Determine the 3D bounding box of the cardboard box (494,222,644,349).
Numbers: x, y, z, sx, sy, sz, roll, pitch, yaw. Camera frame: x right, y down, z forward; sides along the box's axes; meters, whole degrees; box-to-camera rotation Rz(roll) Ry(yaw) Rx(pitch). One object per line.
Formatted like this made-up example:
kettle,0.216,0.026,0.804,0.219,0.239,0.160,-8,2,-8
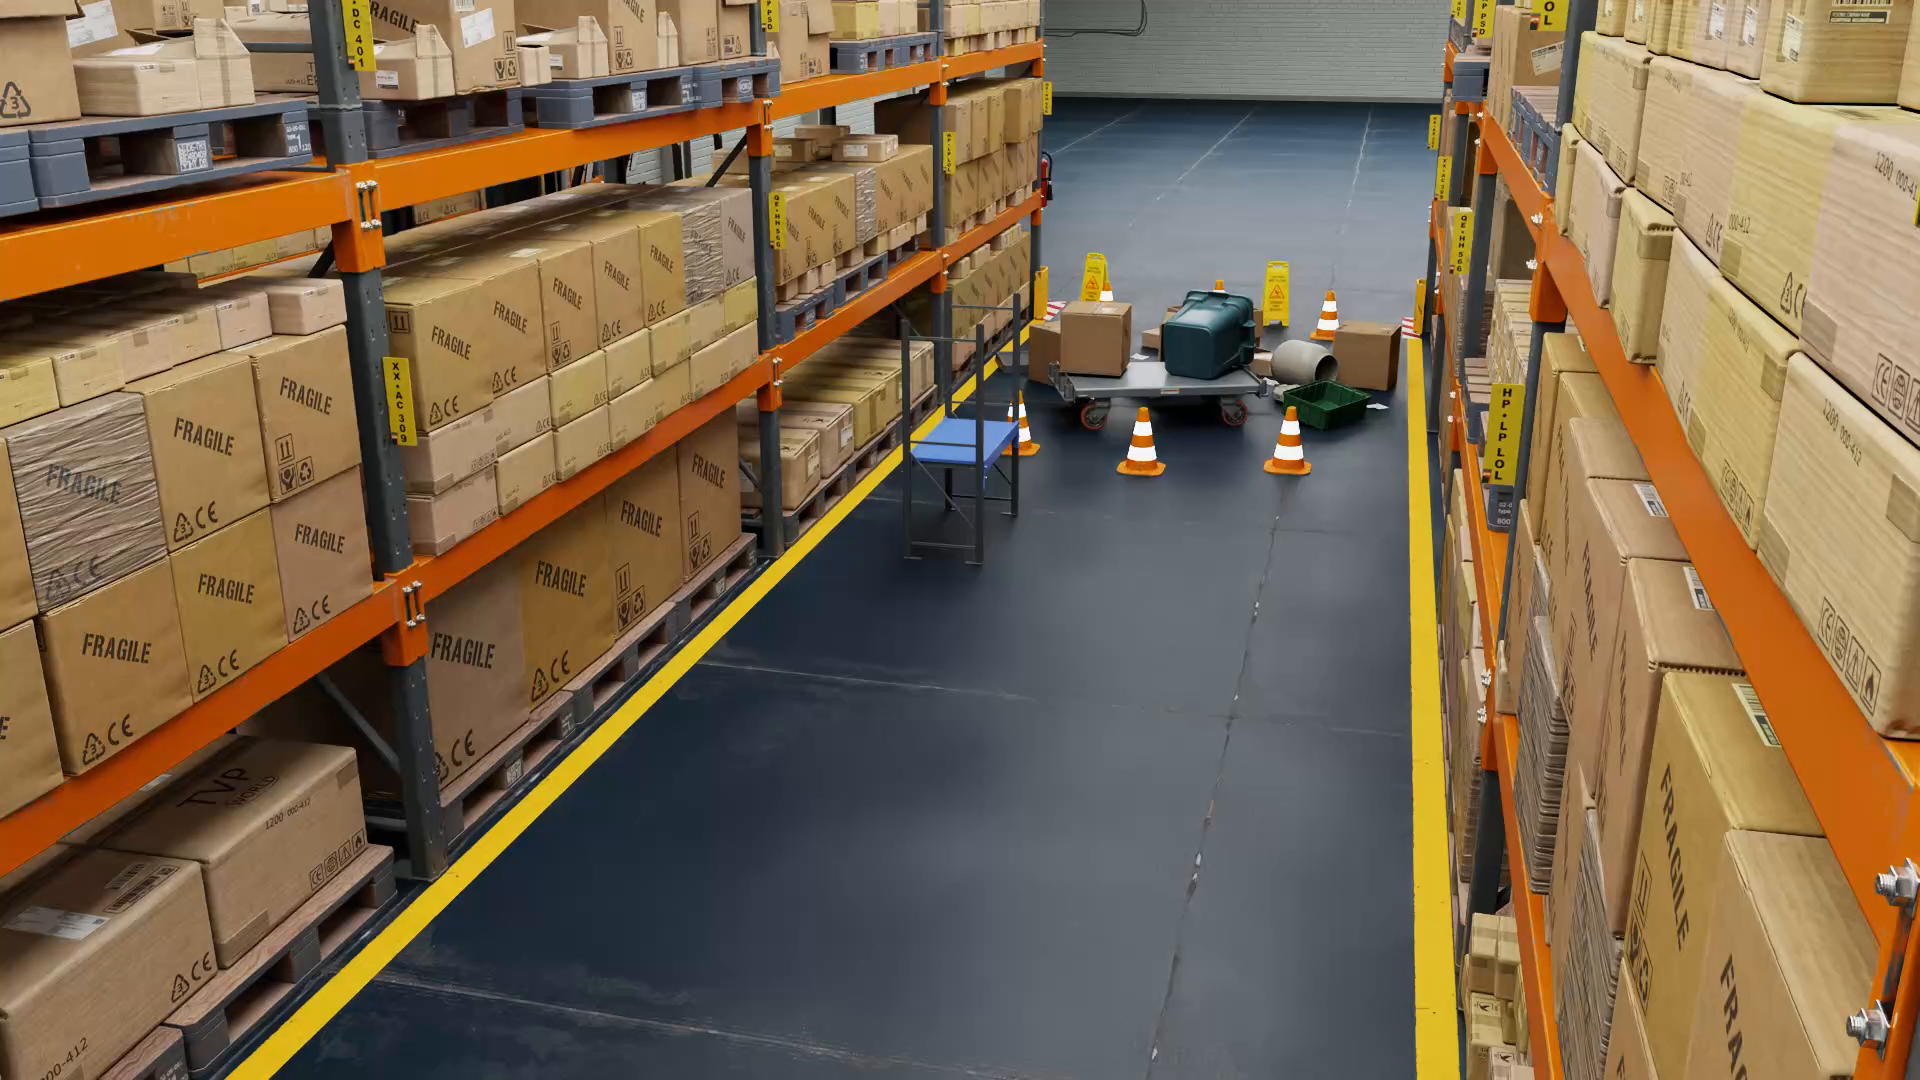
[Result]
cardboard box,-1.850,-1.216,7.906,0.500,0.500,0.500,4,19,12

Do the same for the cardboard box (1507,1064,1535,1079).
cardboard box,1.639,1.542,4.373,0.380,0.149,0.250,5,20,15

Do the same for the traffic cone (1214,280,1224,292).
traffic cone,2.658,-2.442,17.122,0.336,0.463,0.334,5,19,13

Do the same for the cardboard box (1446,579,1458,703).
cardboard box,2.563,0.511,7.769,0.500,0.500,0.500,4,19,12

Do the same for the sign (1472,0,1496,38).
sign,2.687,-2.742,8.511,0.100,0.325,0.005,5,19,13

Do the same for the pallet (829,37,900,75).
pallet,-1.129,-3.427,11.730,1.213,0.211,1.003,5,19,13

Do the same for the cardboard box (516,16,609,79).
cardboard box,-1.793,-2.199,7.403,0.396,0.266,0.258,6,20,18

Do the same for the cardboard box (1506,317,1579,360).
cardboard box,2.665,-0.897,7.491,0.380,0.149,0.250,6,20,16

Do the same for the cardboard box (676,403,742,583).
cardboard box,-1.851,-0.336,9.669,0.875,0.875,0.875,4,19,13

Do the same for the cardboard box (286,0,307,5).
cardboard box,-5.379,-4.375,13.548,0.500,0.311,0.500,4,19,12

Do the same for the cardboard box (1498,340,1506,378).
cardboard box,2.723,-0.831,7.758,0.380,0.149,0.250,5,19,14

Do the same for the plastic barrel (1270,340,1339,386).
plastic barrel,2.990,-1.505,14.439,0.421,0.421,0.512,-13,23,-34

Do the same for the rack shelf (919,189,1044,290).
rack shelf,-0.136,-2.893,15.631,1.077,0.370,4.000,5,19,13

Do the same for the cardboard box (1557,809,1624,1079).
cardboard box,1.374,0.844,2.962,0.500,0.500,0.500,5,19,14

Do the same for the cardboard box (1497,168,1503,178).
cardboard box,3.588,-1.974,10.124,0.700,0.500,0.500,4,19,13

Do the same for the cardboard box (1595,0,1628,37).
cardboard box,1.841,-1.359,4.227,0.380,0.149,0.250,4,19,11

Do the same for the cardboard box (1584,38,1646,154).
cardboard box,1.769,-1.038,3.902,0.500,0.250,0.500,5,19,13

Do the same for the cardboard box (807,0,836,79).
cardboard box,-1.257,-3.302,10.913,0.797,0.503,0.637,5,19,13

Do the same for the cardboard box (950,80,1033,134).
cardboard box,0.309,-4.186,16.142,0.700,0.500,0.500,5,19,14

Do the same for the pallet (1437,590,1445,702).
pallet,3.031,0.570,8.691,1.003,0.211,1.213,5,19,13

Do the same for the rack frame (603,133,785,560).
rack frame,-1.602,-1.353,10.009,1.000,3.000,0.127,5,19,13

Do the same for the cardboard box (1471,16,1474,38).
cardboard box,3.376,-3.274,10.032,0.500,0.500,0.500,5,19,13

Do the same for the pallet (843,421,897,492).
pallet,-1.109,-0.660,12.292,1.003,0.211,1.213,5,19,13

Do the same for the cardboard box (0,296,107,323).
cardboard box,-2.976,-0.683,5.342,0.380,0.149,0.250,4,19,13

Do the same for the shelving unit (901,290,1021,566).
shelving unit,0.021,-0.736,10.523,0.538,1.500,1.048,5,19,13

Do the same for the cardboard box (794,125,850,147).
cardboard box,-1.082,-3.181,13.092,0.380,0.149,0.250,5,19,13

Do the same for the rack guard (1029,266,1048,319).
rack guard,0.334,-2.654,17.684,1.175,0.500,0.348,5,19,13

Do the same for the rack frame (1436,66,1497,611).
rack frame,3.223,-0.994,8.957,1.000,3.000,0.127,5,19,13

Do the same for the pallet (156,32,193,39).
pallet,-6.066,-3.645,12.369,1.003,0.211,1.213,6,20,16

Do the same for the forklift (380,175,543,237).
forklift,-3.365,-1.860,11.598,1.130,2.935,3.031,0,19,-1

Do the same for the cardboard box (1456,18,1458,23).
cardboard box,4.289,-4.333,13.677,0.380,0.149,0.250,4,19,13

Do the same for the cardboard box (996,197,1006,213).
cardboard box,0.224,-3.201,15.808,0.380,0.149,0.250,4,19,13

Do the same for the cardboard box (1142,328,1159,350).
cardboard box,1.992,-1.941,16.141,0.380,0.149,0.250,17,25,41

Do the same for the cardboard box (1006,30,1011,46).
cardboard box,0.269,-4.710,15.585,0.380,0.149,0.250,5,19,13

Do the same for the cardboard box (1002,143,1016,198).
cardboard box,0.235,-3.544,15.807,0.500,0.500,0.500,5,19,13

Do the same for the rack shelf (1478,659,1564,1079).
rack shelf,1.757,1.227,3.567,1.077,0.370,4.000,5,19,13

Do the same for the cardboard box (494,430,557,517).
cardboard box,-2.090,-0.308,7.180,0.500,0.250,0.500,4,19,12

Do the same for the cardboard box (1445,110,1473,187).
cardboard box,4.346,-3.124,13.291,0.875,0.550,0.550,5,19,13

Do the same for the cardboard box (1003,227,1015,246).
cardboard box,0.321,-2.949,16.122,0.380,0.149,0.250,5,19,14

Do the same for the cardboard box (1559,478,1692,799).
cardboard box,1.507,0.201,3.298,0.500,0.500,0.500,4,19,11

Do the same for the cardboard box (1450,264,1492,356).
cardboard box,3.196,-1.360,9.873,0.500,0.500,0.500,5,19,13

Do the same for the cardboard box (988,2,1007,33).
cardboard box,0.122,-4.689,14.907,0.500,0.250,0.500,5,19,14

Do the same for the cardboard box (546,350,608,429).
cardboard box,-1.949,-0.702,7.562,0.500,0.250,0.500,5,19,14

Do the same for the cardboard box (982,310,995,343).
cardboard box,0.028,-2.003,15.515,0.500,0.250,0.500,4,19,13

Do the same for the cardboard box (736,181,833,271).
cardboard box,-1.147,-2.027,10.716,0.500,0.500,0.500,6,20,16

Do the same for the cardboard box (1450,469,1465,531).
cardboard box,2.820,-0.168,8.595,0.500,0.250,0.500,4,19,11

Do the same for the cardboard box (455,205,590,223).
cardboard box,-2.212,-1.421,8.506,0.500,0.500,0.500,5,20,15

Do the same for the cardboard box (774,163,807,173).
cardboard box,-1.388,-2.397,11.799,0.500,0.500,0.500,4,19,11

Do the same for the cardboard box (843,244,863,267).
cardboard box,-0.900,-2.023,11.708,0.380,0.149,0.250,5,20,15

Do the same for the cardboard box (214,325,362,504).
cardboard box,-2.426,-0.450,5.663,0.500,0.500,0.500,4,19,13

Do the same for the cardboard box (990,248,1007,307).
cardboard box,0.156,-2.520,15.868,0.500,0.500,0.500,4,19,12

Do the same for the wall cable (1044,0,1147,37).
wall cable,3.827,-15.696,47.522,3.097,2.526,0.112,5,19,13

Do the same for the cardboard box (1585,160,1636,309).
cardboard box,1.617,-0.645,3.527,0.500,0.250,0.500,6,20,16

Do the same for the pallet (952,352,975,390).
pallet,-0.494,-1.501,14.754,1.003,0.211,1.213,5,19,13

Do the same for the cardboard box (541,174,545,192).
cardboard box,-4.587,-3.801,17.021,0.500,0.500,0.500,4,19,12
